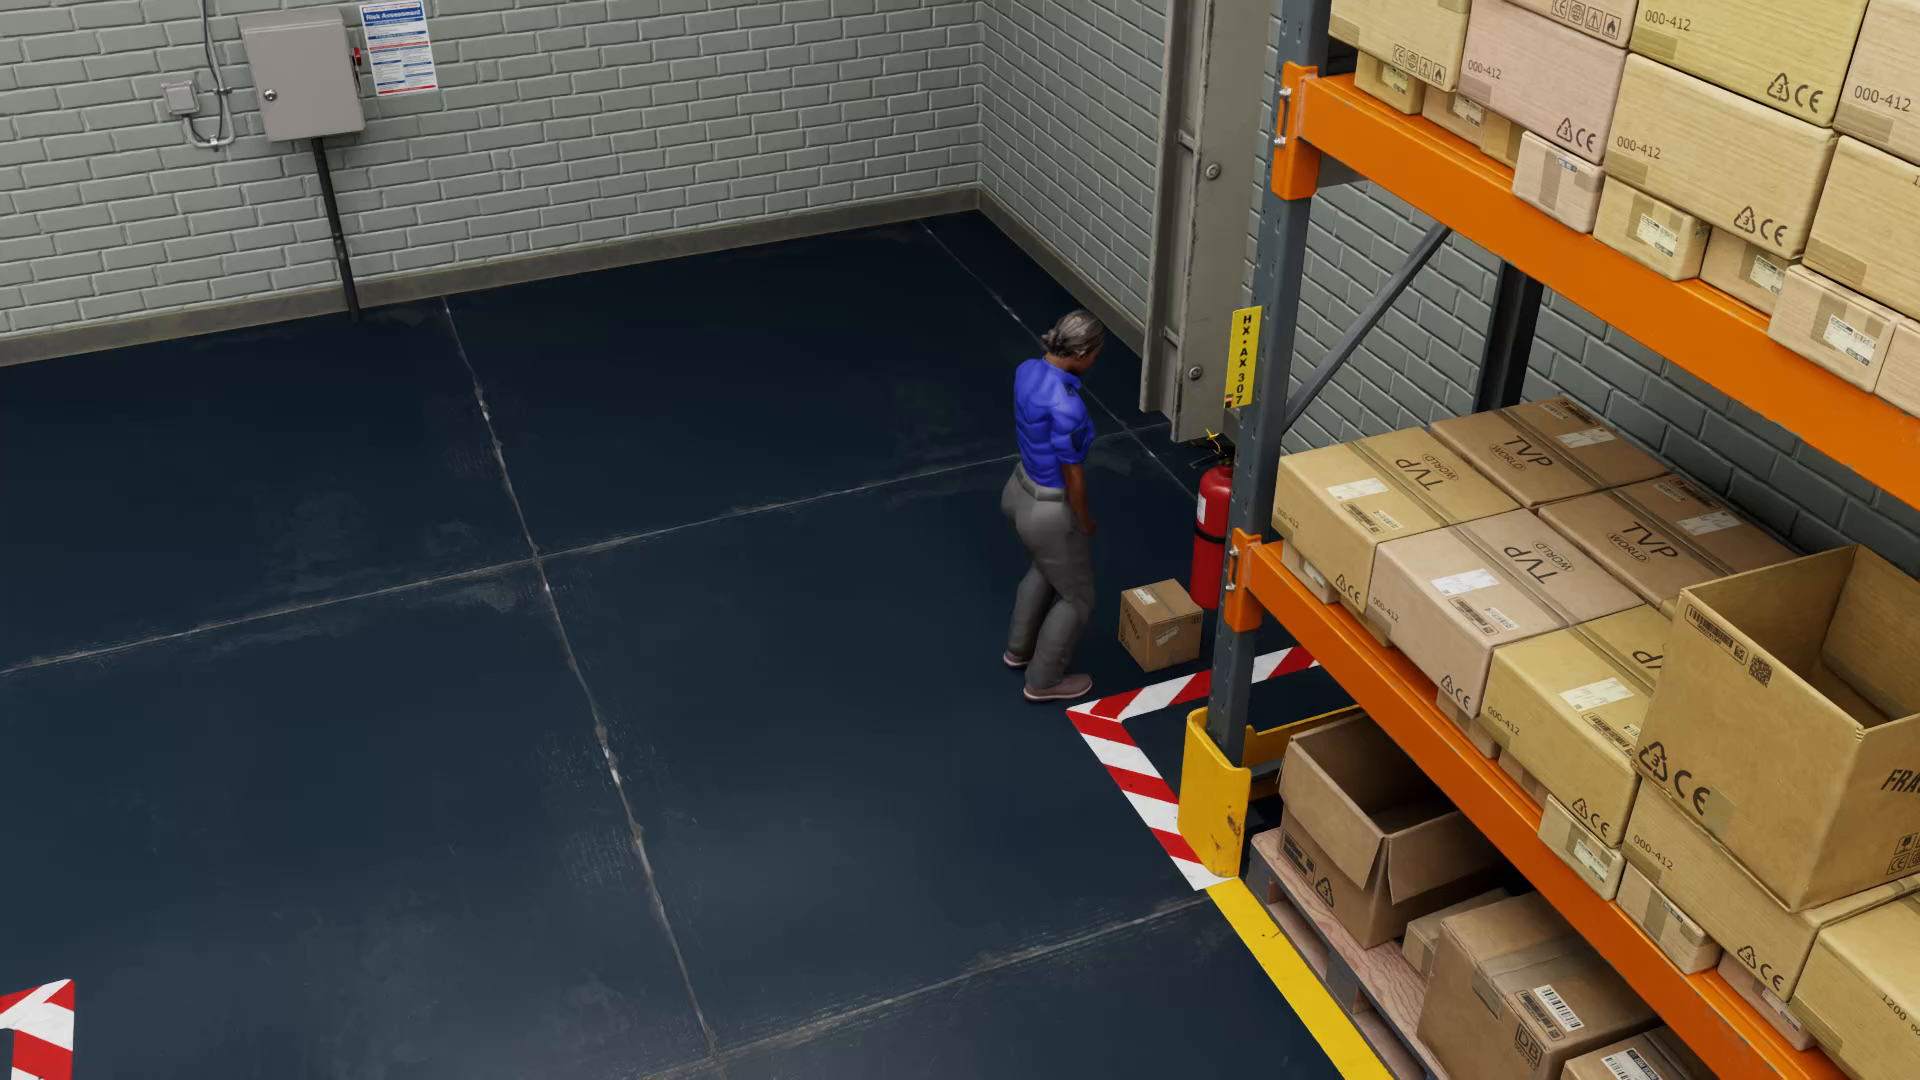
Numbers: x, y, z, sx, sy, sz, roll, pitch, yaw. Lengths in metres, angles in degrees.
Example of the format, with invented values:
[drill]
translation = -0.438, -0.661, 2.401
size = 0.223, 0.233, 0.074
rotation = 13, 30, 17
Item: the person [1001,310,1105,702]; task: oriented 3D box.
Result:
[person]
translation = 0.349, -0.130, 6.397
size = 0.375, 1.610, 0.457
rotation = -11, 35, -16
